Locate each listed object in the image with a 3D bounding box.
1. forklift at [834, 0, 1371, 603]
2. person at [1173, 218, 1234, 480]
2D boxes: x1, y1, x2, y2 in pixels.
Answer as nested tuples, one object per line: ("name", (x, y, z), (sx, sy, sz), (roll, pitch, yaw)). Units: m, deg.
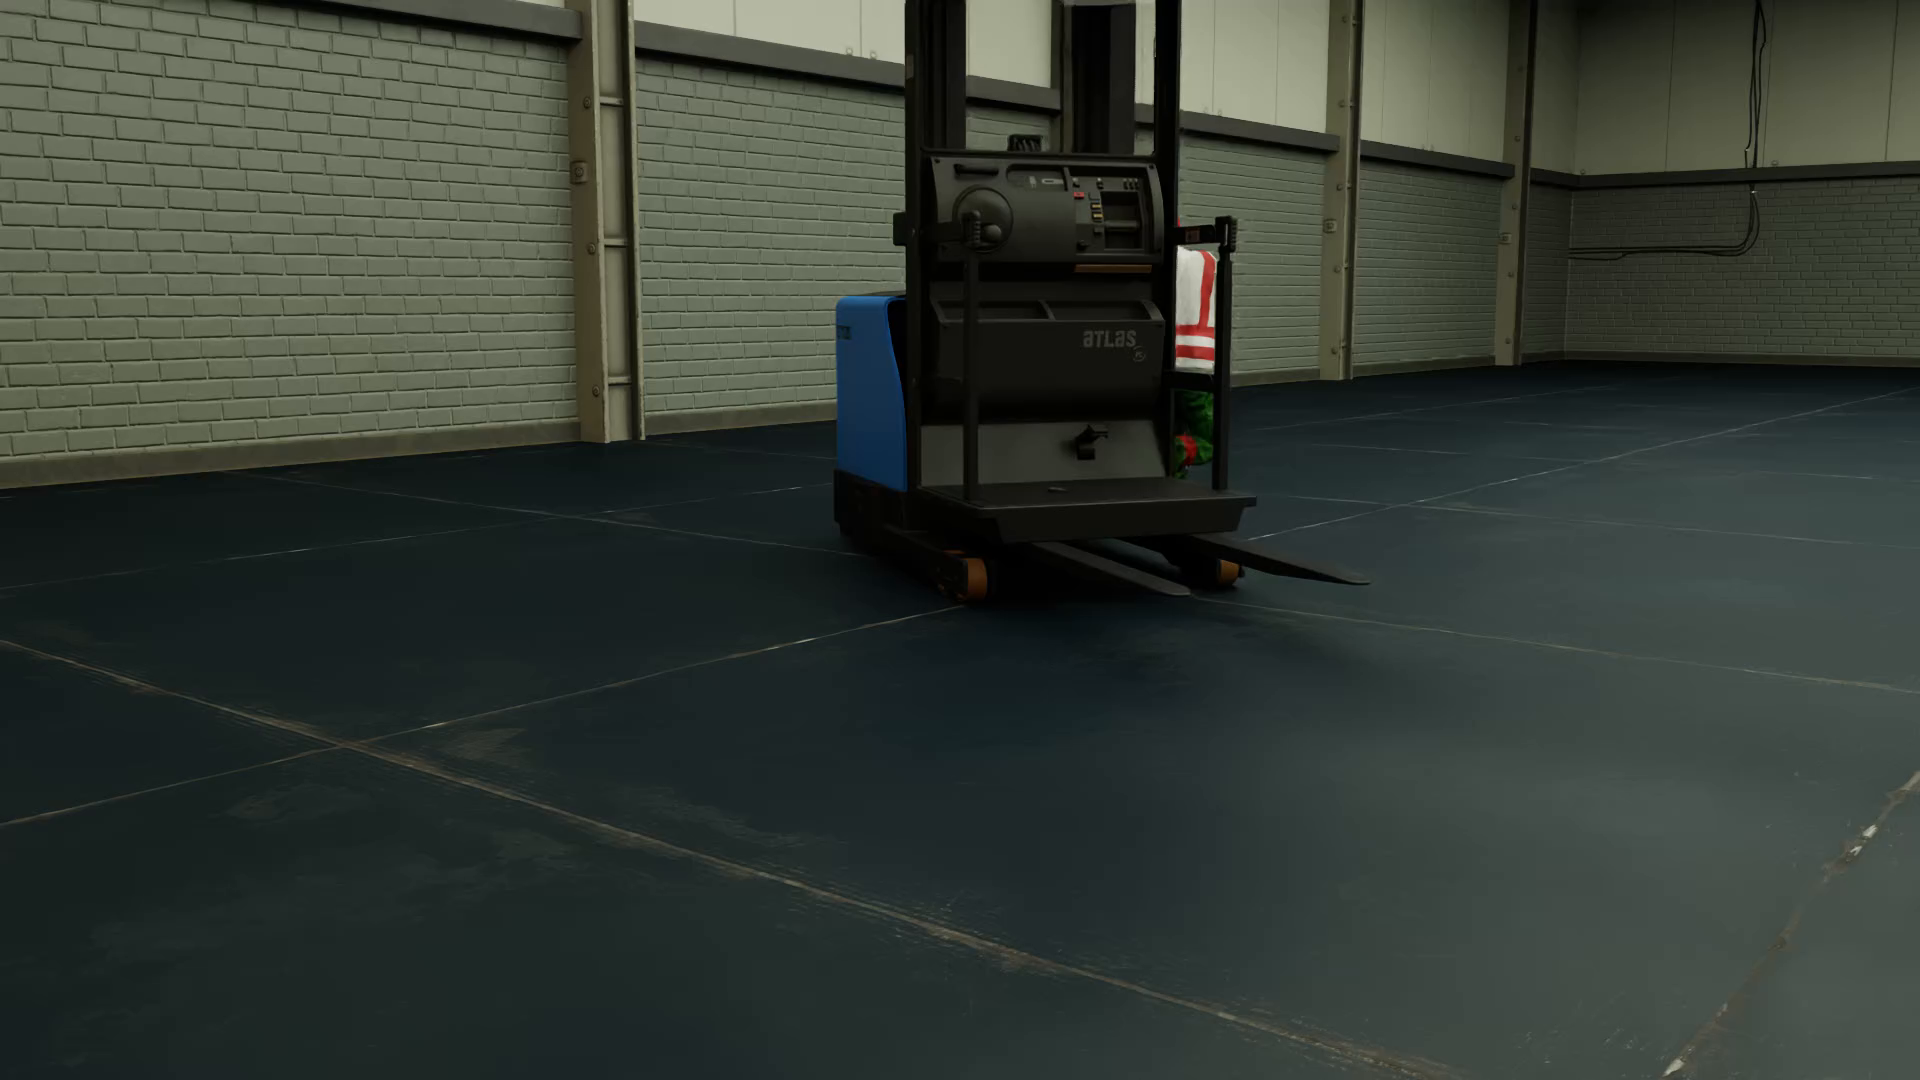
("forklift", (0.412, -1.293, 6.120), (1.130, 2.935, 3.031), (-3, 9, -20))
("person", (1.036, -0.925, 8.507), (0.662, 1.553, 0.843), (3, 9, 22))
